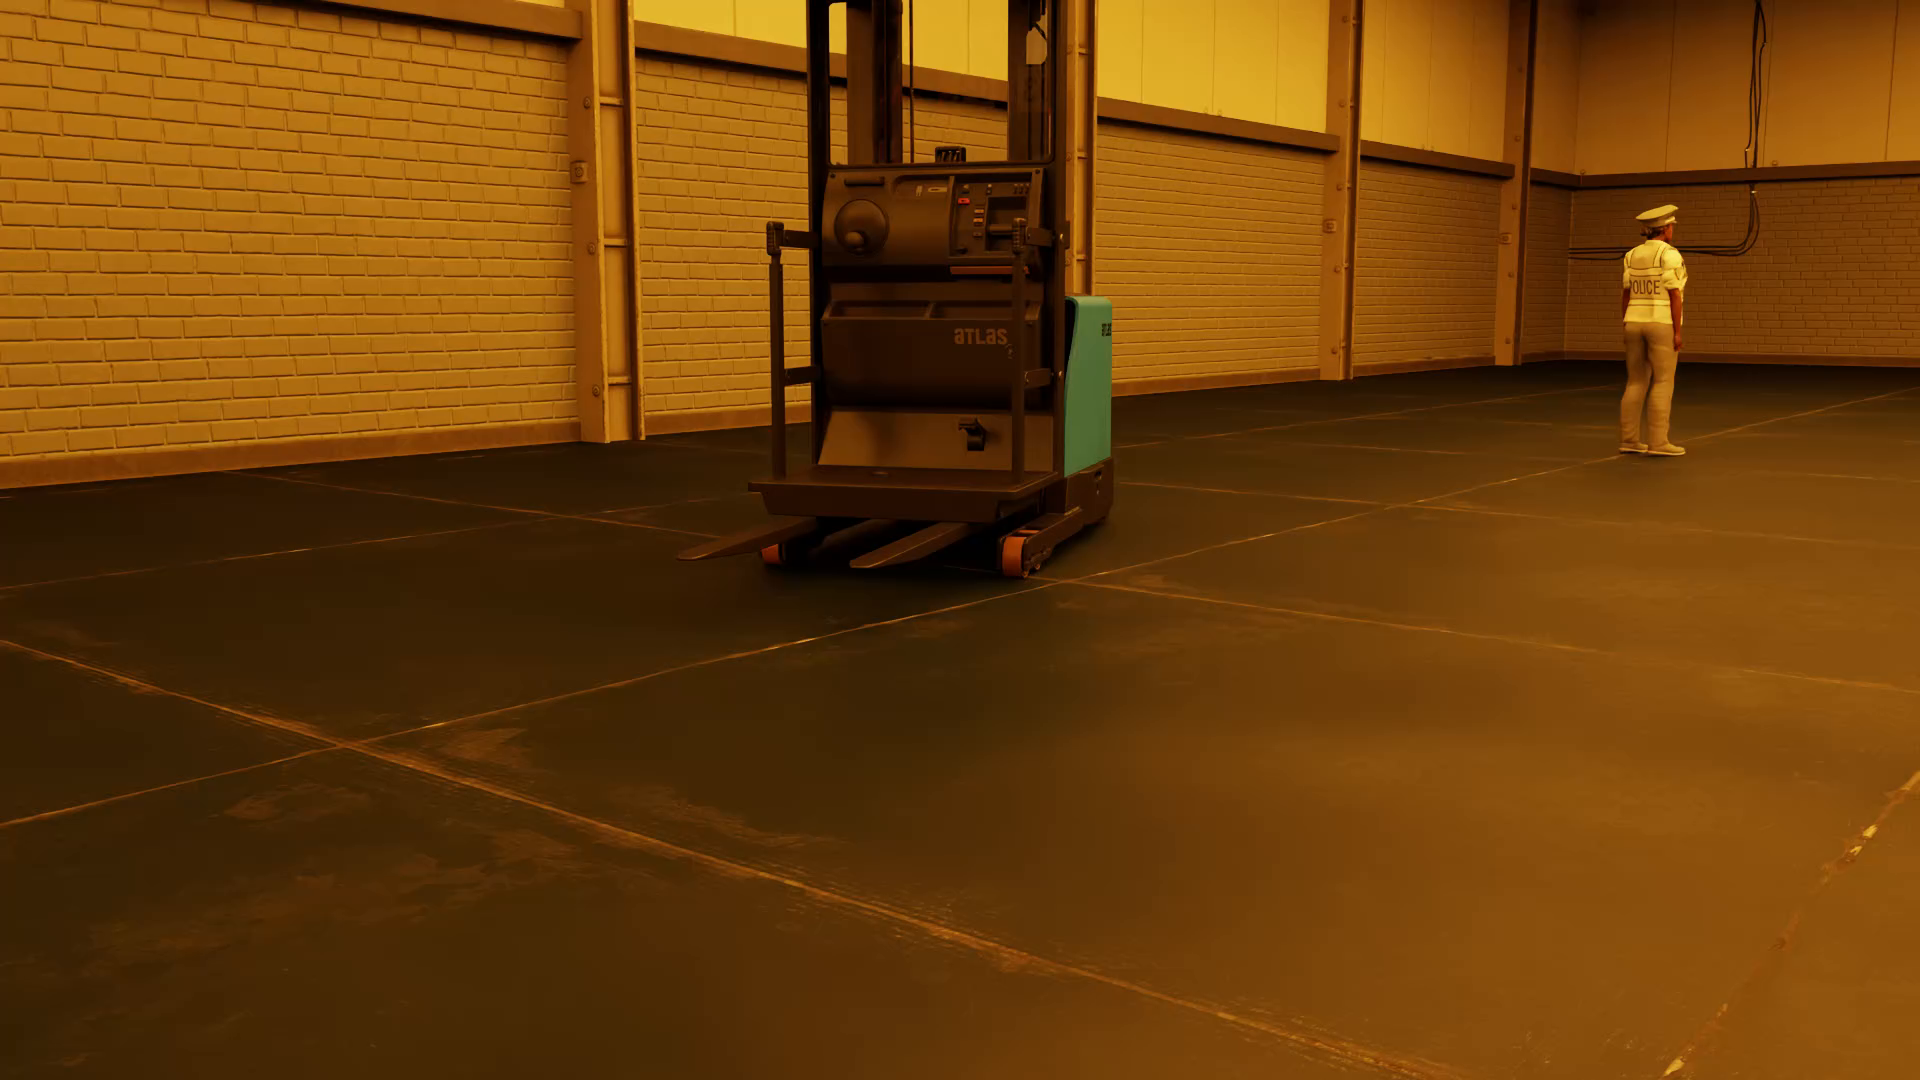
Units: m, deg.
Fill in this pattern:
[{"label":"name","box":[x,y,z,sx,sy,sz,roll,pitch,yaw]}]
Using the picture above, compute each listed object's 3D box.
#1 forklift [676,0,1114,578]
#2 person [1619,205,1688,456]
[{"label":"forklift","box":[-0.176,-1.366,6.616,1.130,2.935,3.031,3,9,17]},{"label":"person","box":[4.728,-1.425,11.327,0.336,1.691,0.443,-5,9,-29]}]
